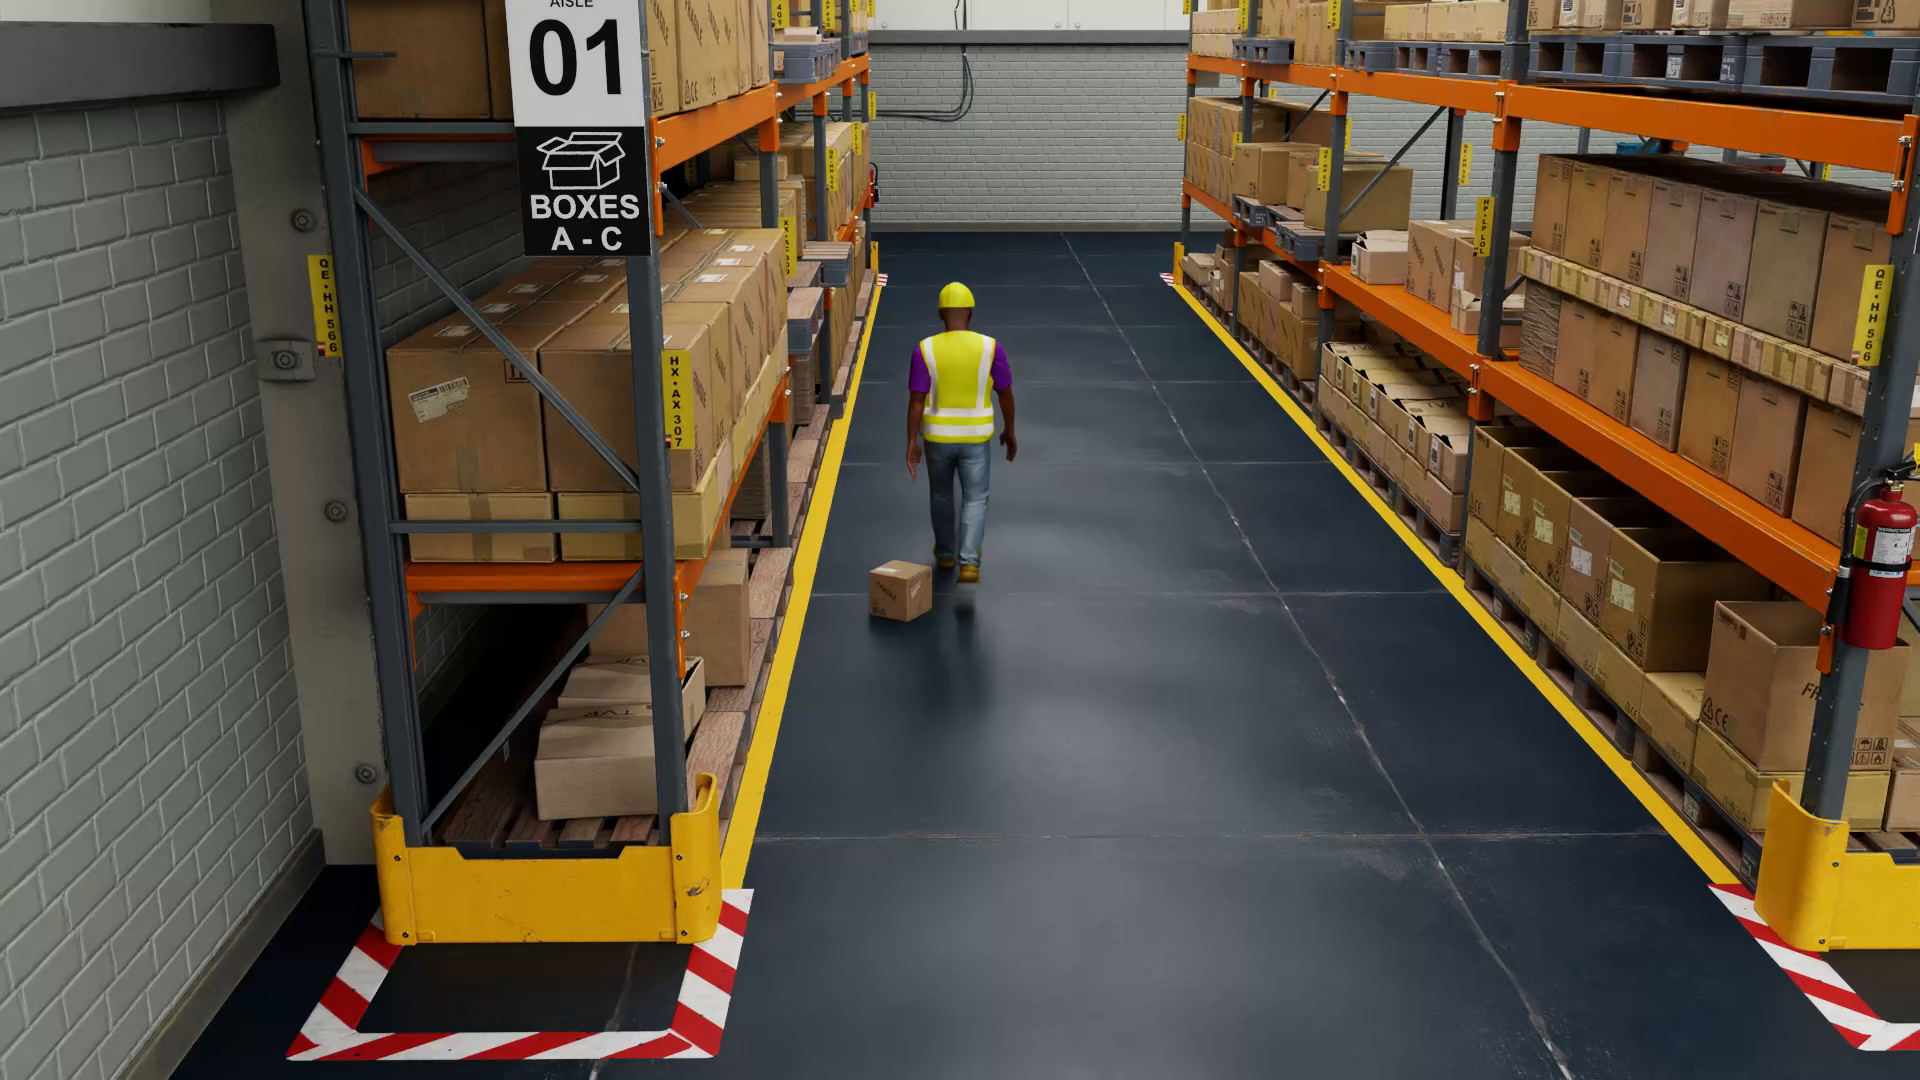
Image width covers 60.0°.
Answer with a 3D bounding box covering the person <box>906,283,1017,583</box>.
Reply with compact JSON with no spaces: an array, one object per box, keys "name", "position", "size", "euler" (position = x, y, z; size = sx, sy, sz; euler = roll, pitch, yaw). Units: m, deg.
[{"name":"person","position":[0.013,-0.596,9.464],"size":[0.626,1.730,1.007],"euler":[0,17,2]}]
